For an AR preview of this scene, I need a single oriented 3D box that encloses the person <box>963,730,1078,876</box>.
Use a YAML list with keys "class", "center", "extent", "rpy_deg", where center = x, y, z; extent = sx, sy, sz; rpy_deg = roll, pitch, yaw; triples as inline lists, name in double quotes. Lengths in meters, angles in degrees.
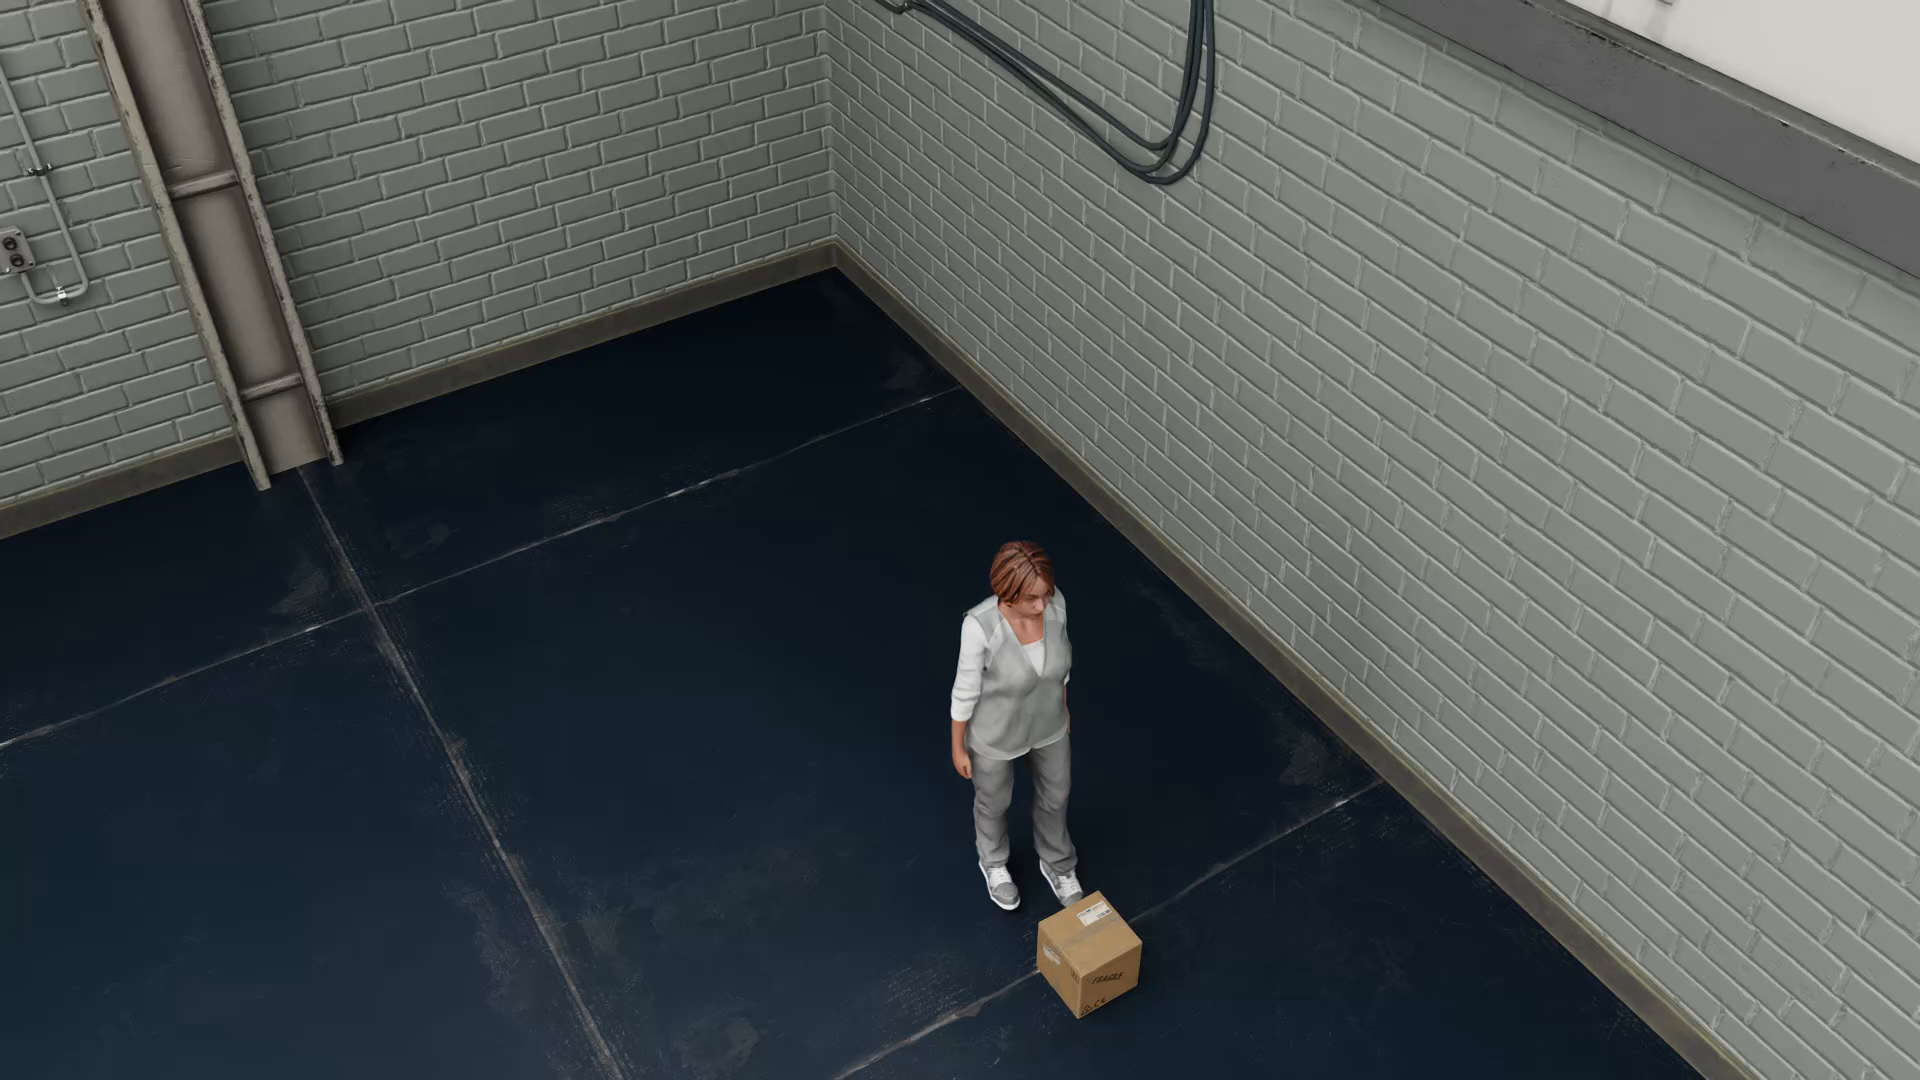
- class: "person"
  center: [0.196, 0.836, 5.665]
  extent: [0.383, 0.848, 0.298]
  rpy_deg: [-18, 44, -19]
